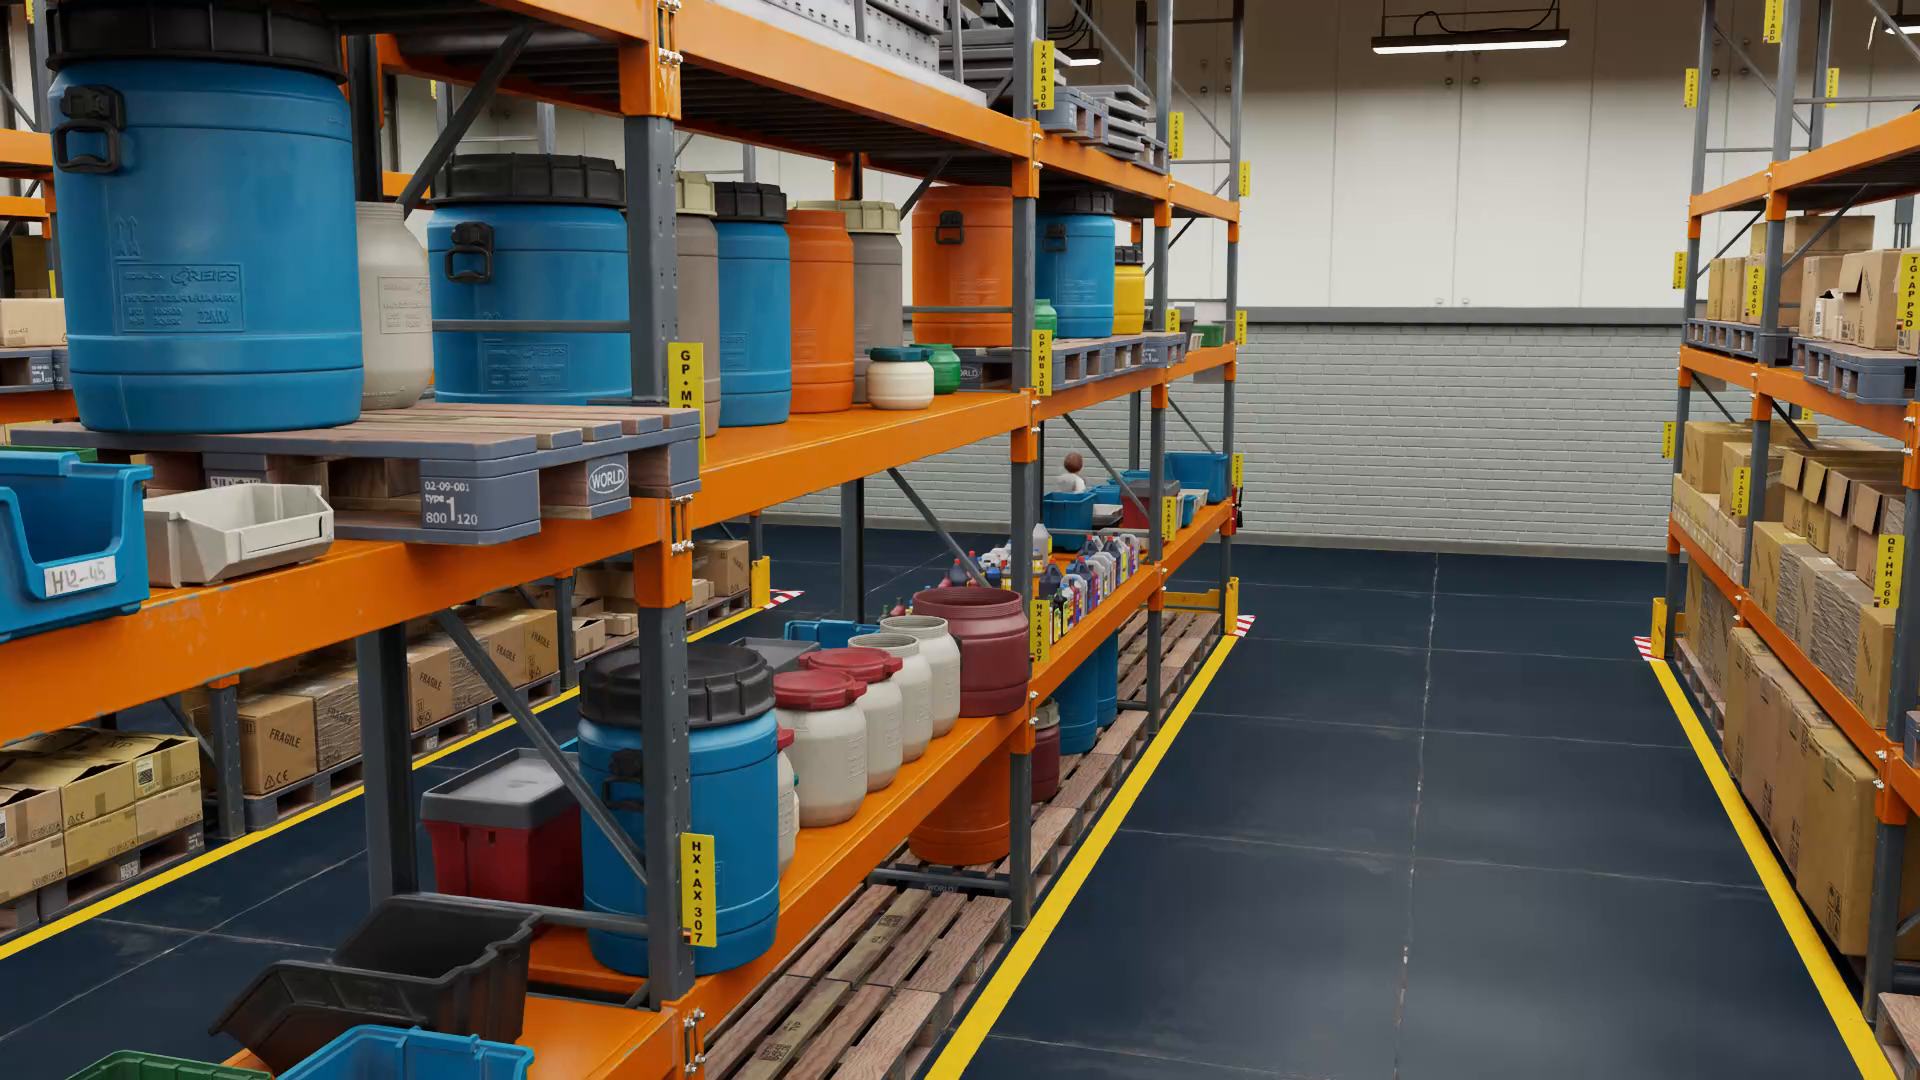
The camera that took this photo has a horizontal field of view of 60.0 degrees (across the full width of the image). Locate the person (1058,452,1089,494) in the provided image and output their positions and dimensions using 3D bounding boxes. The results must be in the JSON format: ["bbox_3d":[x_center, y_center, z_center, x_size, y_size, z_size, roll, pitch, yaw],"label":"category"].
[{"bbox_3d":[1.245,-0.122,17.719,0.451,1.639,0.432,-4,9,-22],"label":"person"}]
